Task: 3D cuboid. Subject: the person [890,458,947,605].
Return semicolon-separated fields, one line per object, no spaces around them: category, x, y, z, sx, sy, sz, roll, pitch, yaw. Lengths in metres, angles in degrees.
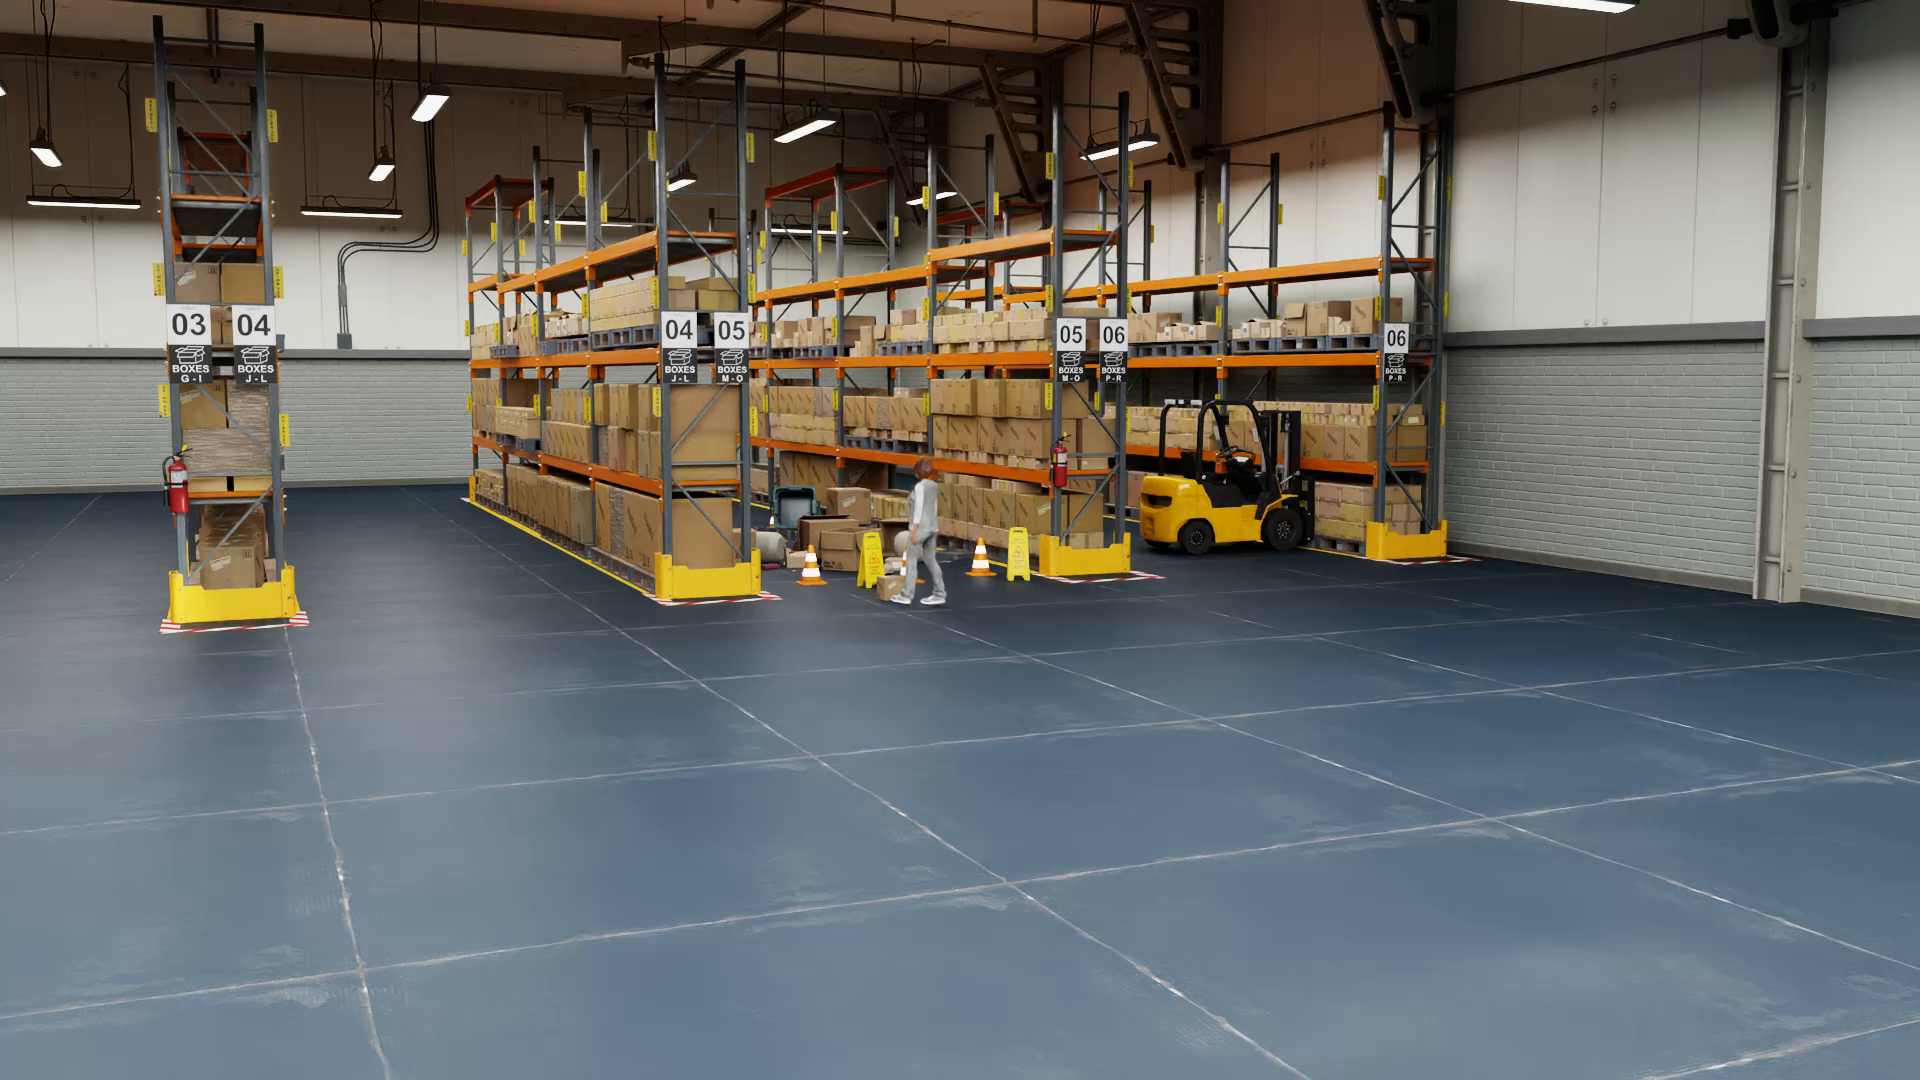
person;-0.463;-0.096;18.113;0.602;1.588;0.419;3;7;31
